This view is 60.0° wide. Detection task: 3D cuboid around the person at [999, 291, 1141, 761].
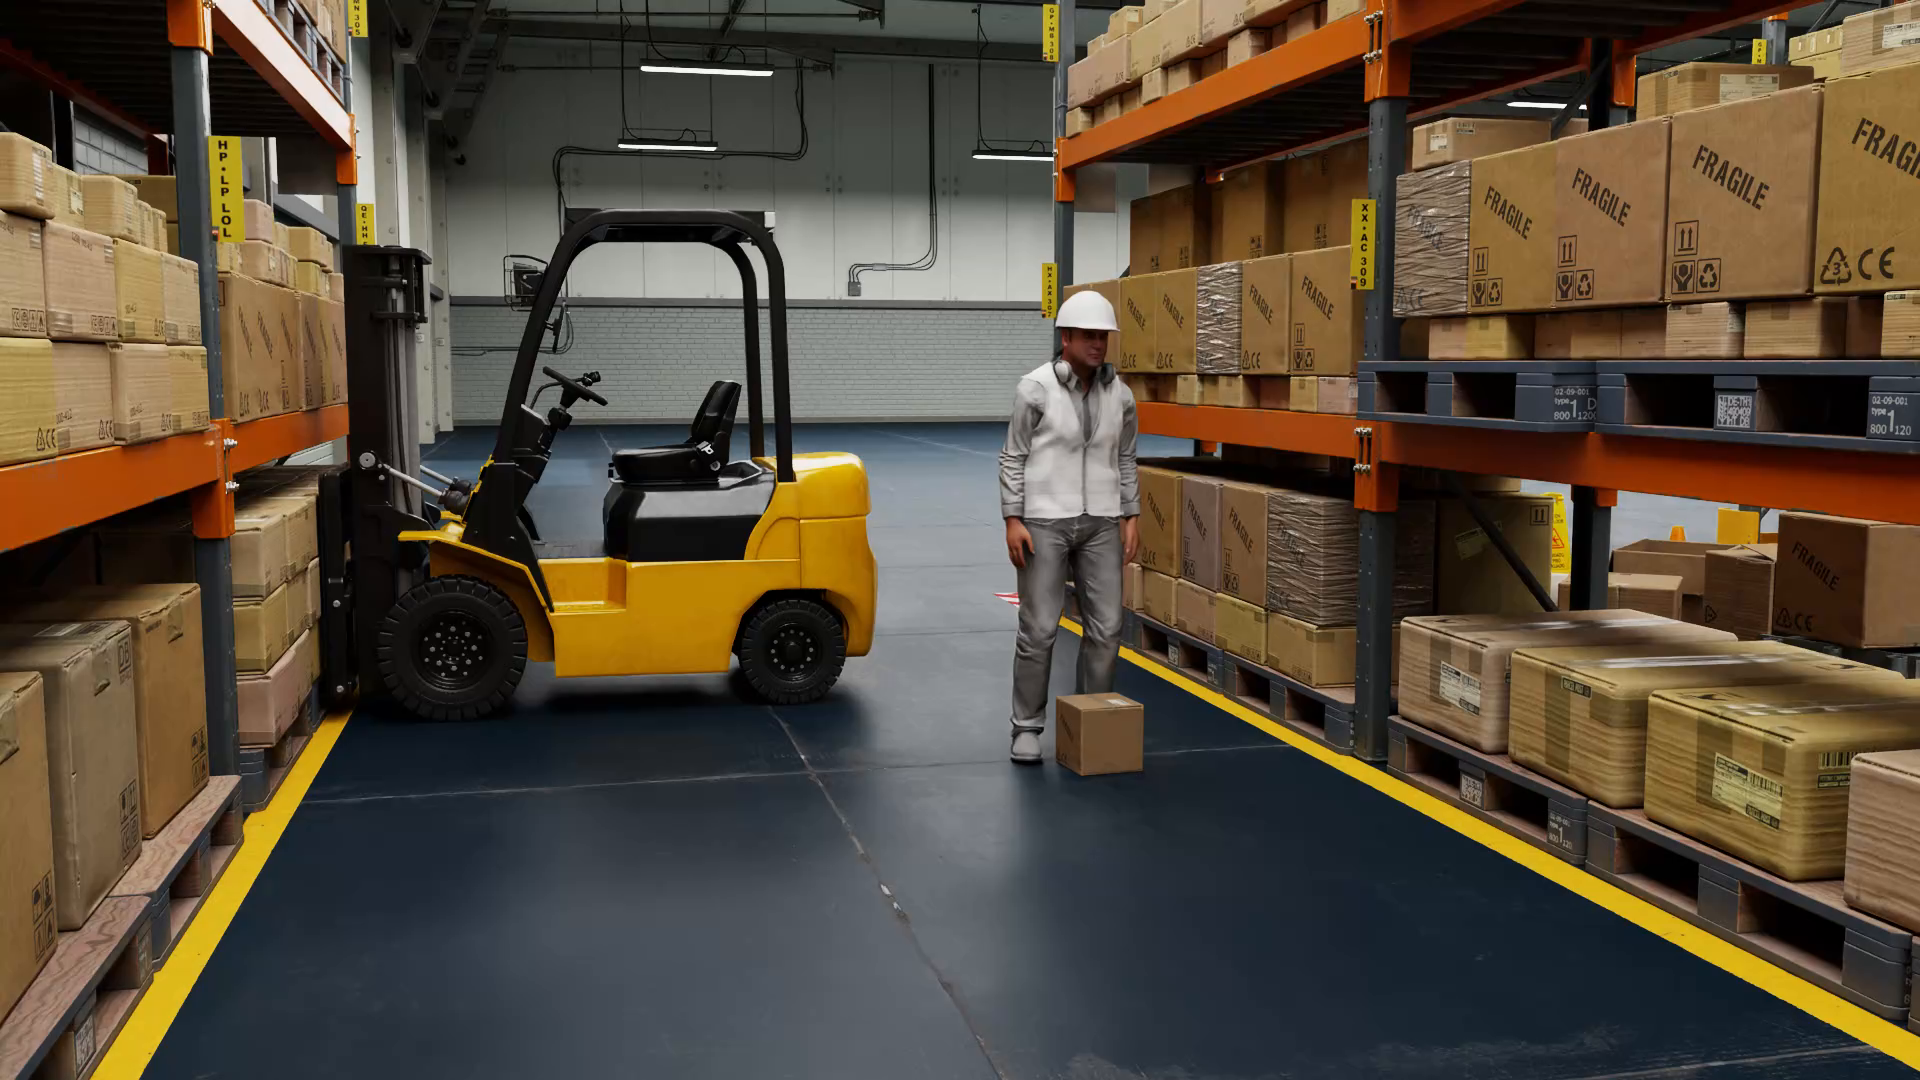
[{"bbox_3d":[0.433,-0.059,6.377,0.582,1.770,0.470,-2,6,-21],"label":"person"}]
